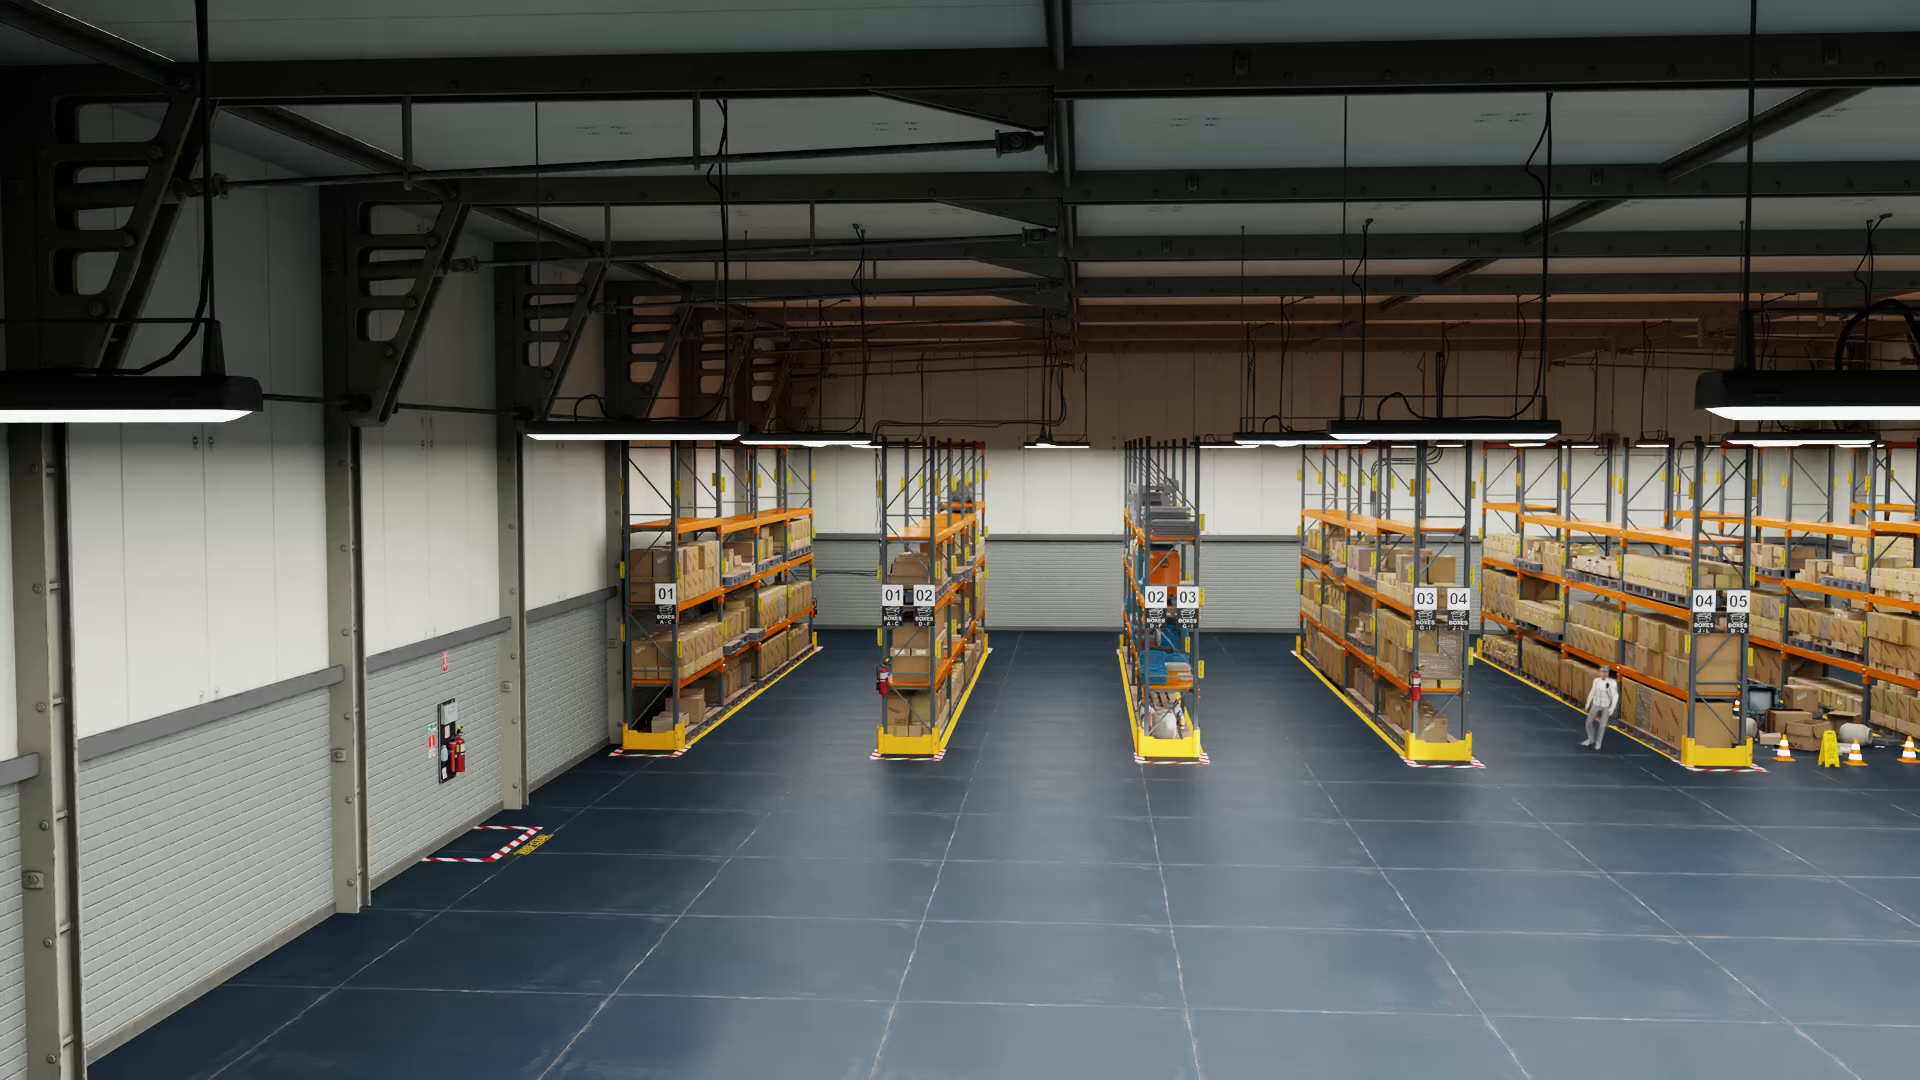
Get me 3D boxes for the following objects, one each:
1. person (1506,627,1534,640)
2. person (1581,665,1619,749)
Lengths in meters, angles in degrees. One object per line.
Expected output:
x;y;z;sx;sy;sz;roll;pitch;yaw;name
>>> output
15.818;2.356;47.057;0.821;1.733;0.729;1;3;19;person
12.298;3.218;31.944;0.708;1.677;0.438;3;4;41;person
